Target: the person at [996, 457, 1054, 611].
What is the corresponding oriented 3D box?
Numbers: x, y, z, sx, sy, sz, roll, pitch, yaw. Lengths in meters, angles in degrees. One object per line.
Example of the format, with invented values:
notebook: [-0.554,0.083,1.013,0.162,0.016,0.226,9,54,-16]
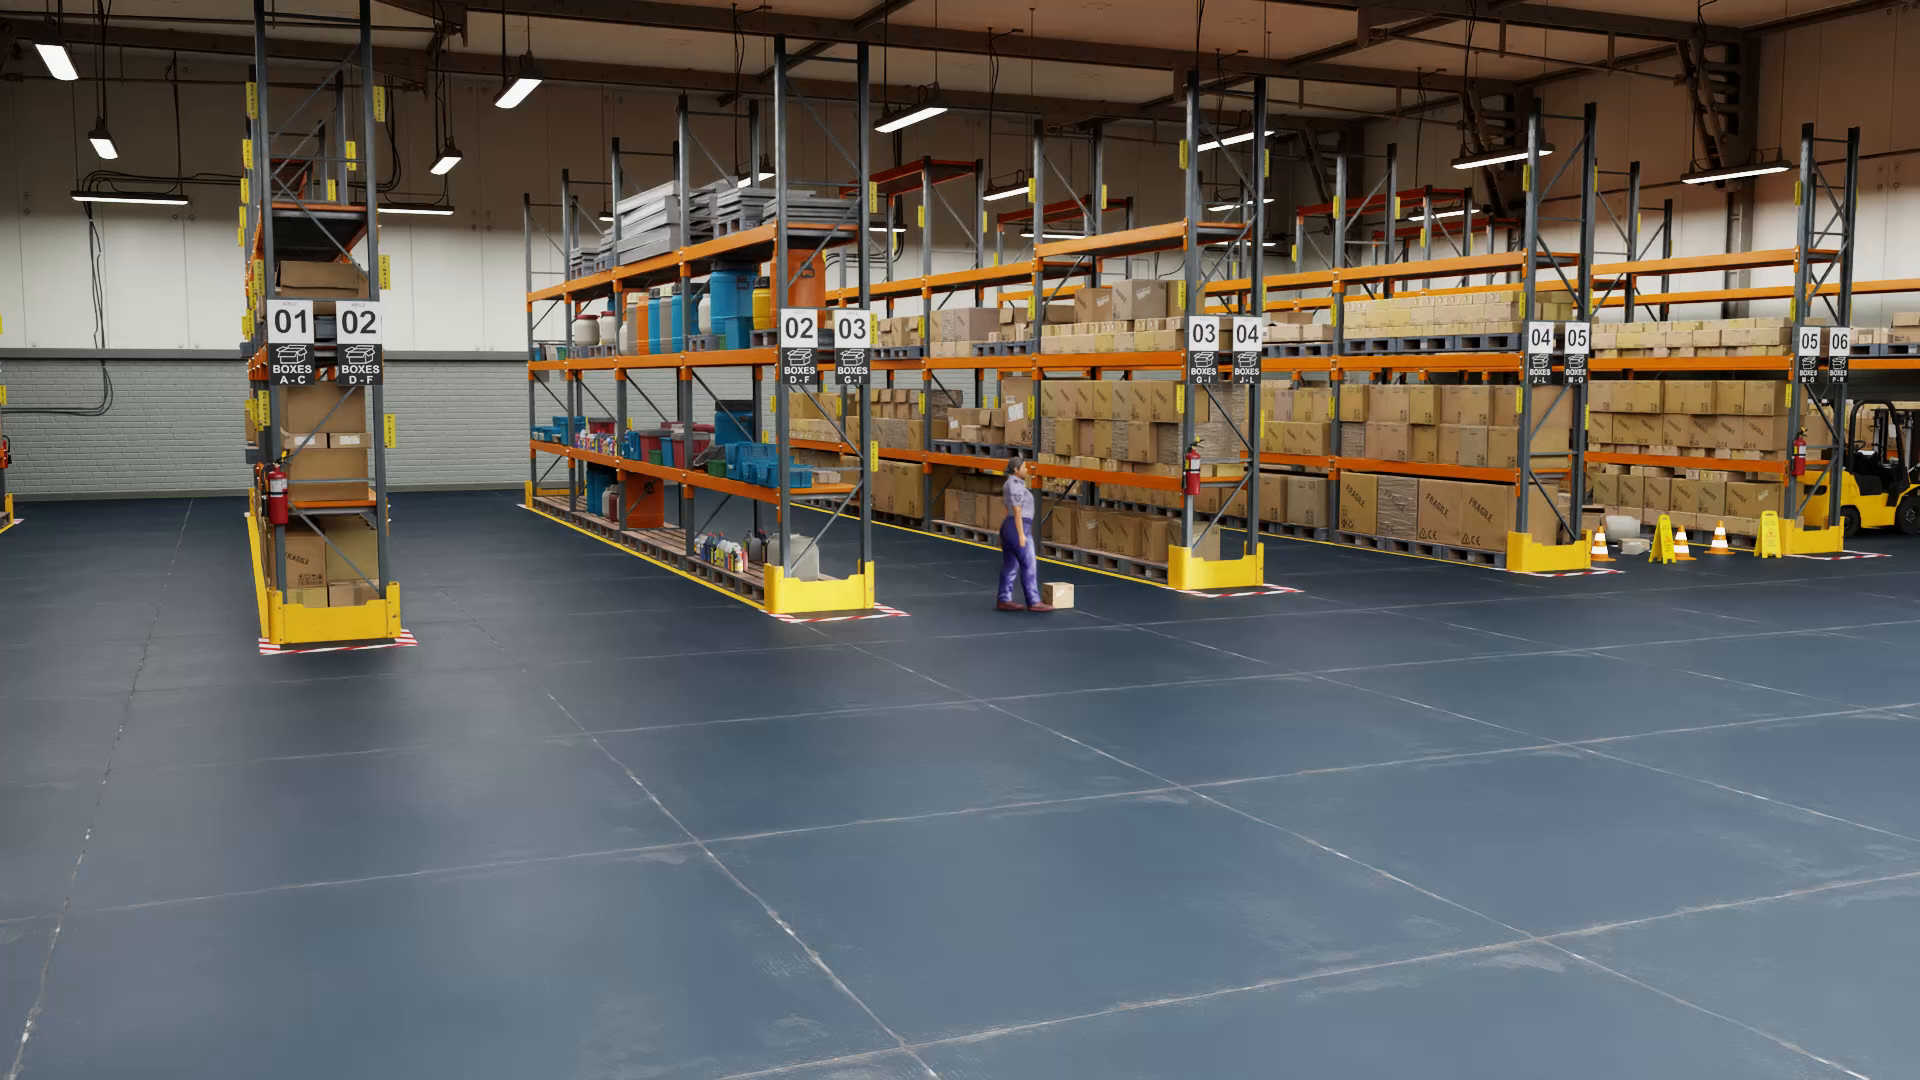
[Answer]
person: [0.696,-0.074,17.818,0.572,1.643,0.479,-1,6,-11]
